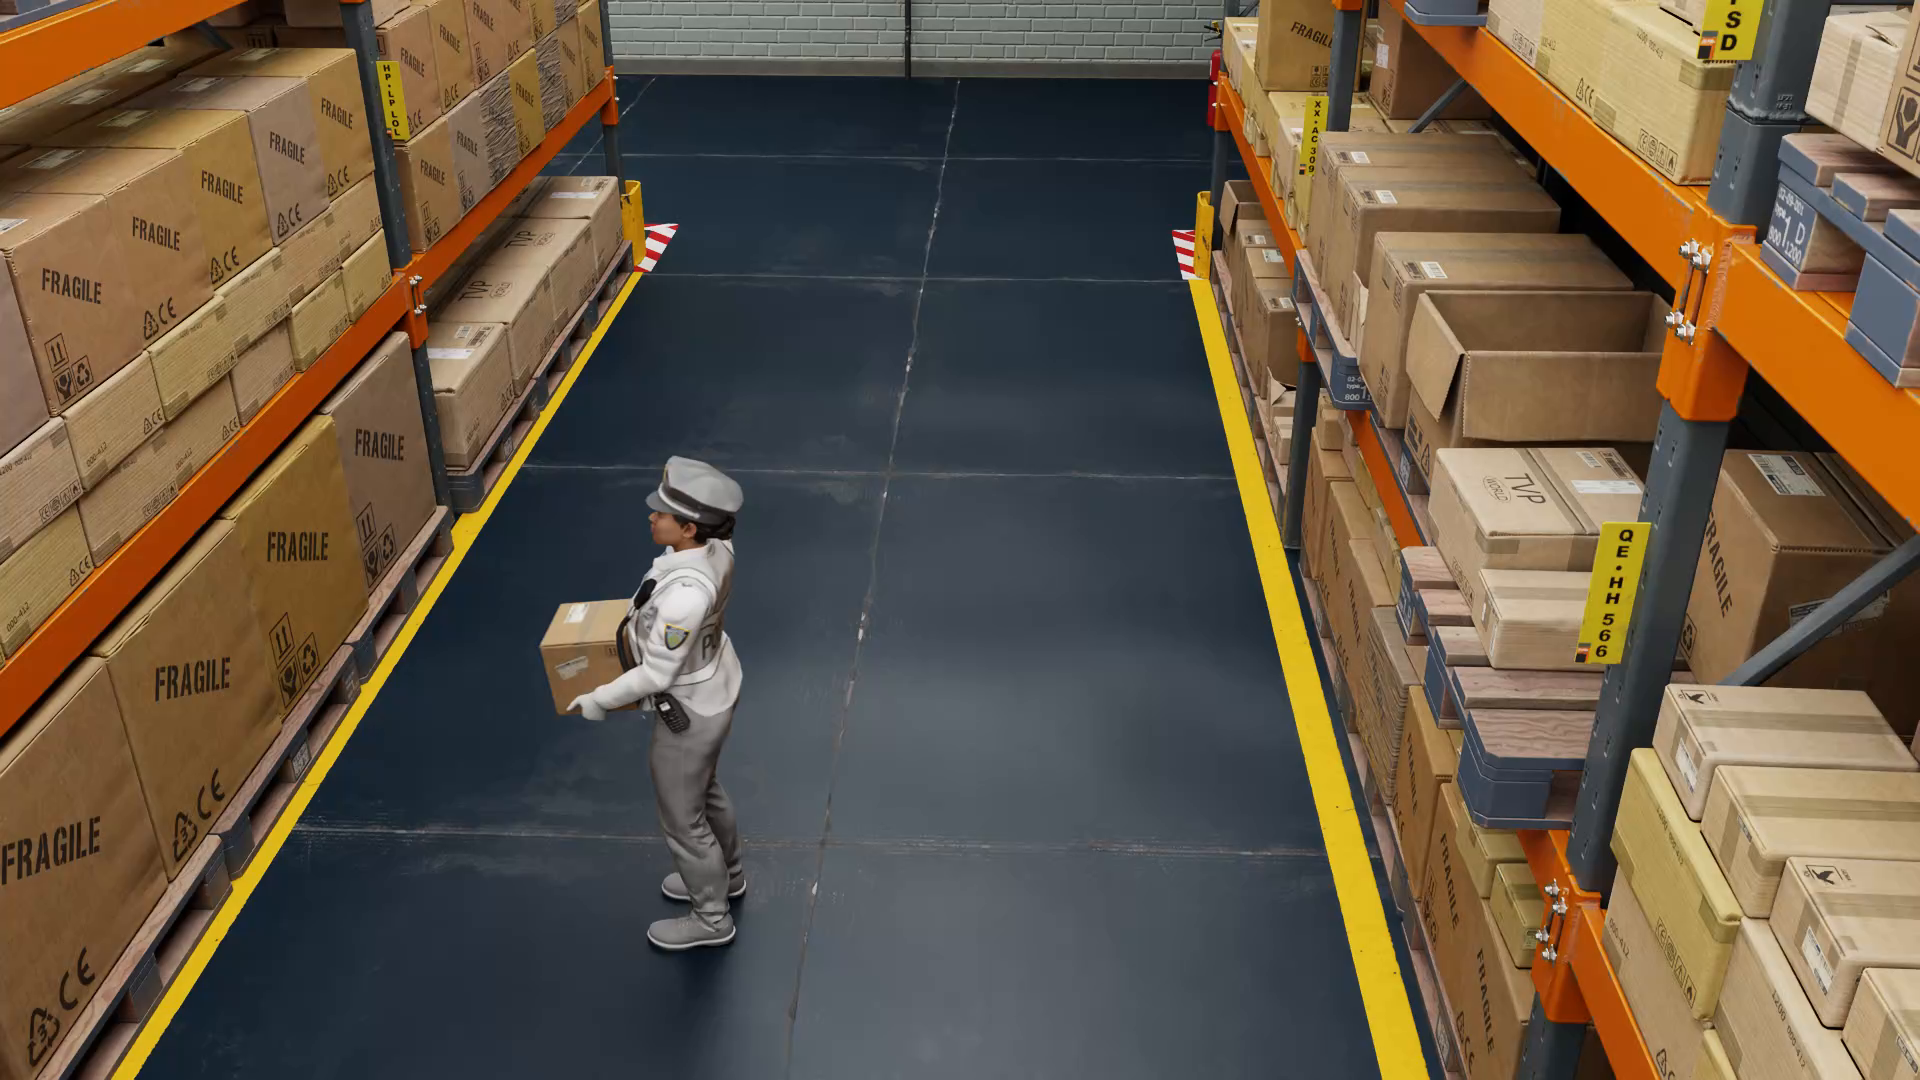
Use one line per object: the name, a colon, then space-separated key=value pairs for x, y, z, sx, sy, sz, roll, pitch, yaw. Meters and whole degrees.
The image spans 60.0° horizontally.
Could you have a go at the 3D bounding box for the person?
person: x=-0.902 y=0.508 z=5.144 sx=0.556 sy=1.686 sz=0.460 roll=1 pitch=28 yaw=2
